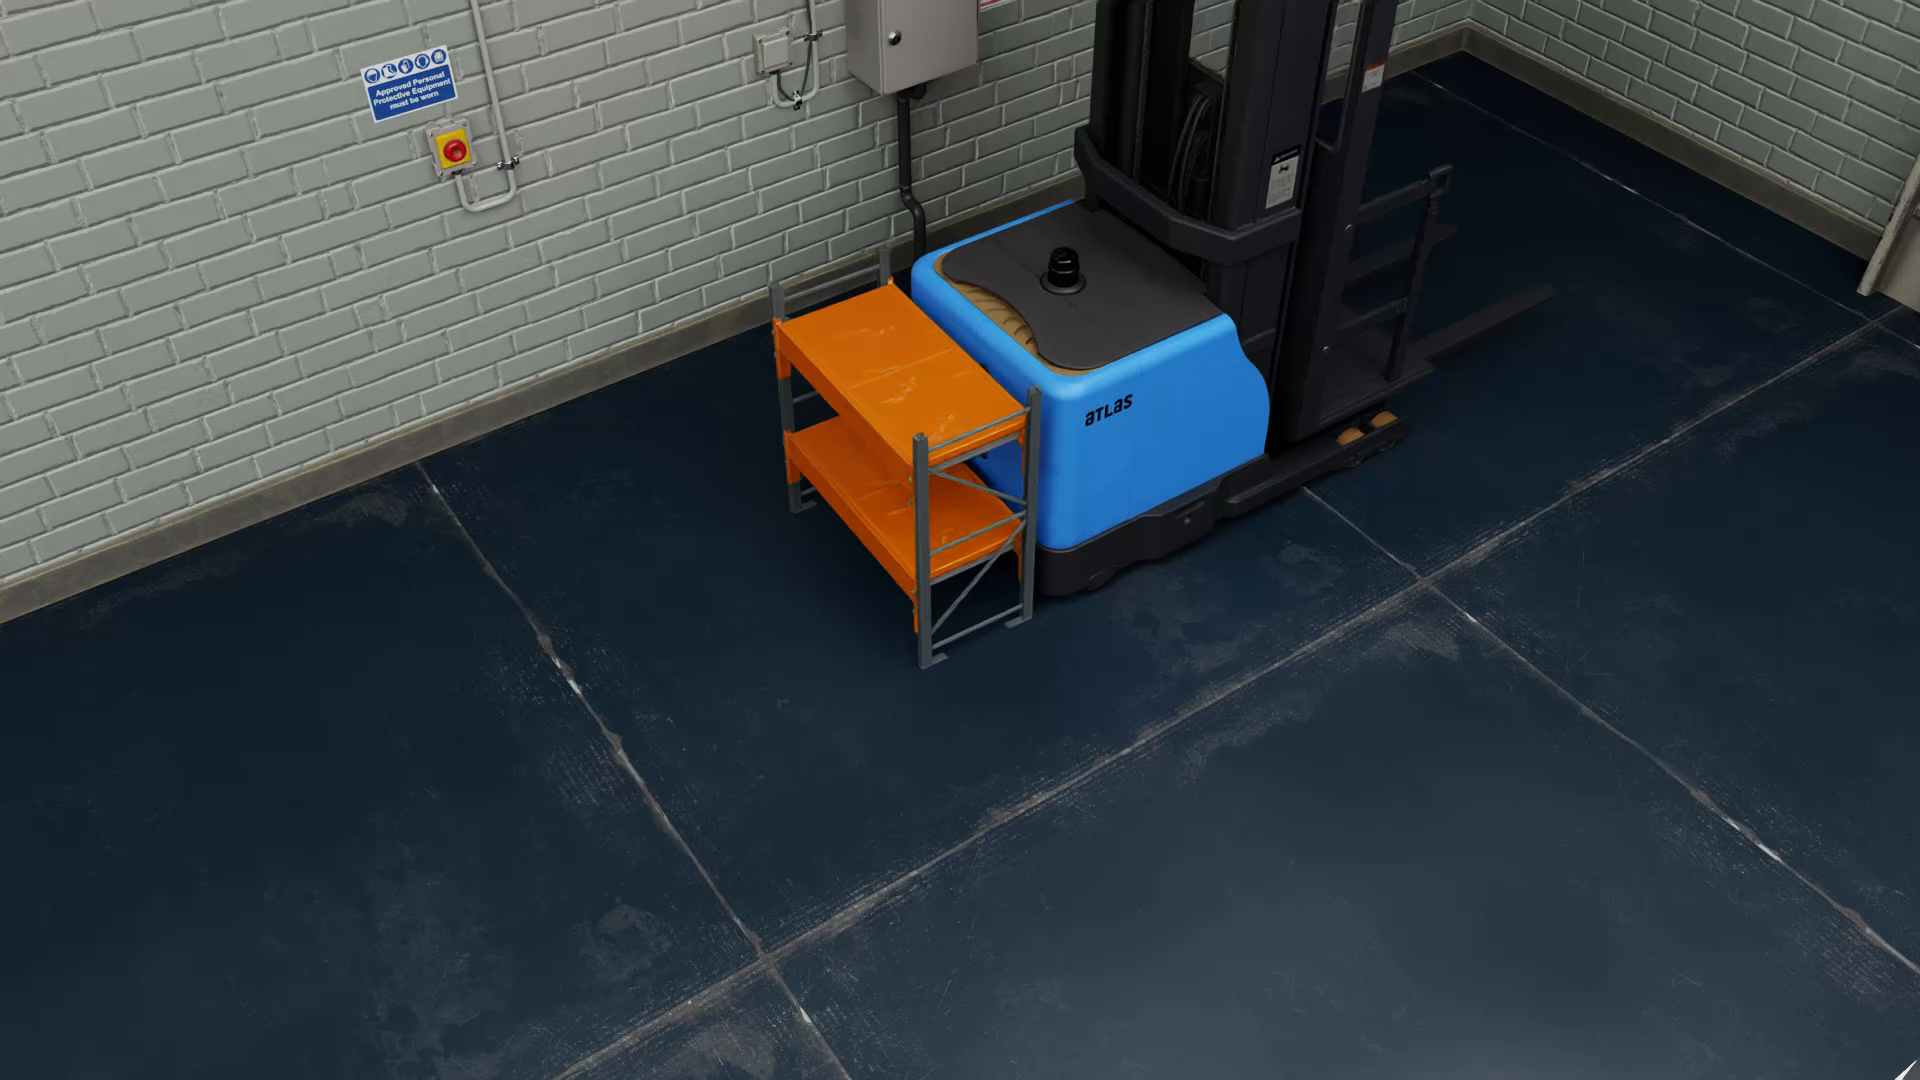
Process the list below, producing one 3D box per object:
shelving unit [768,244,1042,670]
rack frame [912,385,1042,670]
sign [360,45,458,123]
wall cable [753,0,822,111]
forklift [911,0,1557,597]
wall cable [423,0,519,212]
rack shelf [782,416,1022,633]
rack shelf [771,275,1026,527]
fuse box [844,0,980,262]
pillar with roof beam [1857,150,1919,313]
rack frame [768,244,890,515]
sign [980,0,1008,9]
[{"bbox_3d":[-0.212,-0.317,6.268,0.538,1.125,1.048,-24,49,-23],"label":"shelving unit"},{"bbox_3d":[0.061,-0.021,5.958,0.500,1.125,0.032,-24,49,-23],"label":"rack frame"},{"bbox_3d":[-2.033,-1.686,6.148,0.327,0.218,0.001,-26,49,-24],"label":"sign"},{"bbox_3d":[-0.801,-2.507,6.468,0.588,1.984,0.122,-26,49,-24],"label":"wall cable"},{"bbox_3d":[1.304,-1.648,6.354,3.031,2.935,1.130,-25,49,-24],"label":"forklift"},{"bbox_3d":[-1.958,-1.951,5.863,0.585,1.953,0.123,-26,49,-24],"label":"wall cable"},{"bbox_3d":[-0.212,-0.140,6.436,0.538,0.278,1.000,-24,49,-23],"label":"rack shelf"},{"bbox_3d":[-0.212,-0.529,6.065,0.538,0.278,1.000,-24,49,-23],"label":"rack shelf"},{"bbox_3d":[-0.152,-1.854,7.453,0.539,1.711,0.414,-26,49,-24],"label":"fuse box"},{"bbox_3d":[1.022,-2.704,3.065,9.100,9.000,0.400,-26,49,-24],"label":"pillar with roof beam"},{"bbox_3d":[-0.485,-0.613,6.578,0.500,1.125,0.032,-24,49,-23],"label":"rack frame"},{"bbox_3d":[0.135,-2.598,7.368,0.329,0.494,0.001,-26,49,-24],"label":"sign"}]
